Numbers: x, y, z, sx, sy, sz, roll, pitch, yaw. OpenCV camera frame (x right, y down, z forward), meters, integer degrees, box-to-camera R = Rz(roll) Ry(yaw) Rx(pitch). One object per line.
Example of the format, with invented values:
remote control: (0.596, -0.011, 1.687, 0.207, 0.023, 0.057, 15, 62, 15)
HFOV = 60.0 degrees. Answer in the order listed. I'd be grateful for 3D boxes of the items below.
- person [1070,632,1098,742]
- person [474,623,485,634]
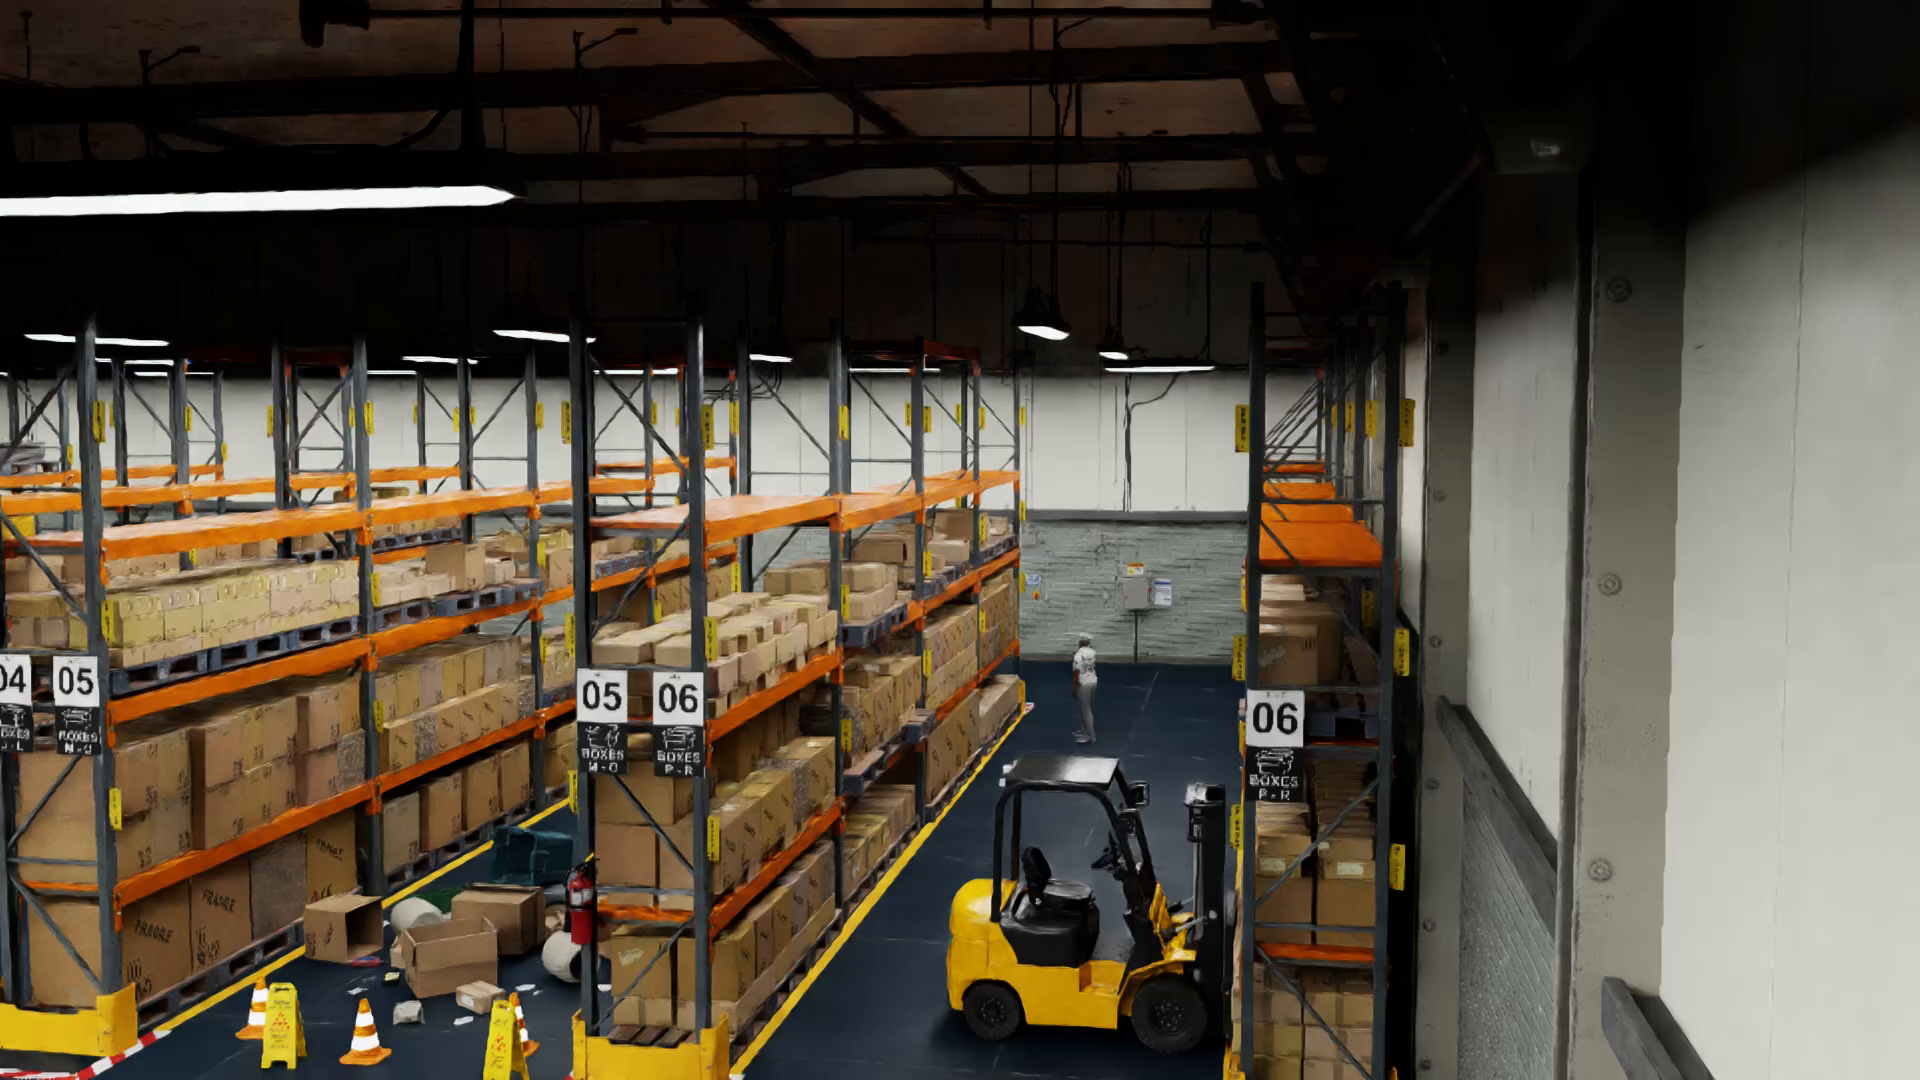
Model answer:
person: (1.911, 2.252, 25.710, 0.546, 1.664, 0.558, 3, 6, 37)
person: (-8.085, 2.131, 27.842, 0.608, 1.611, 0.582, 1, 5, 8)
